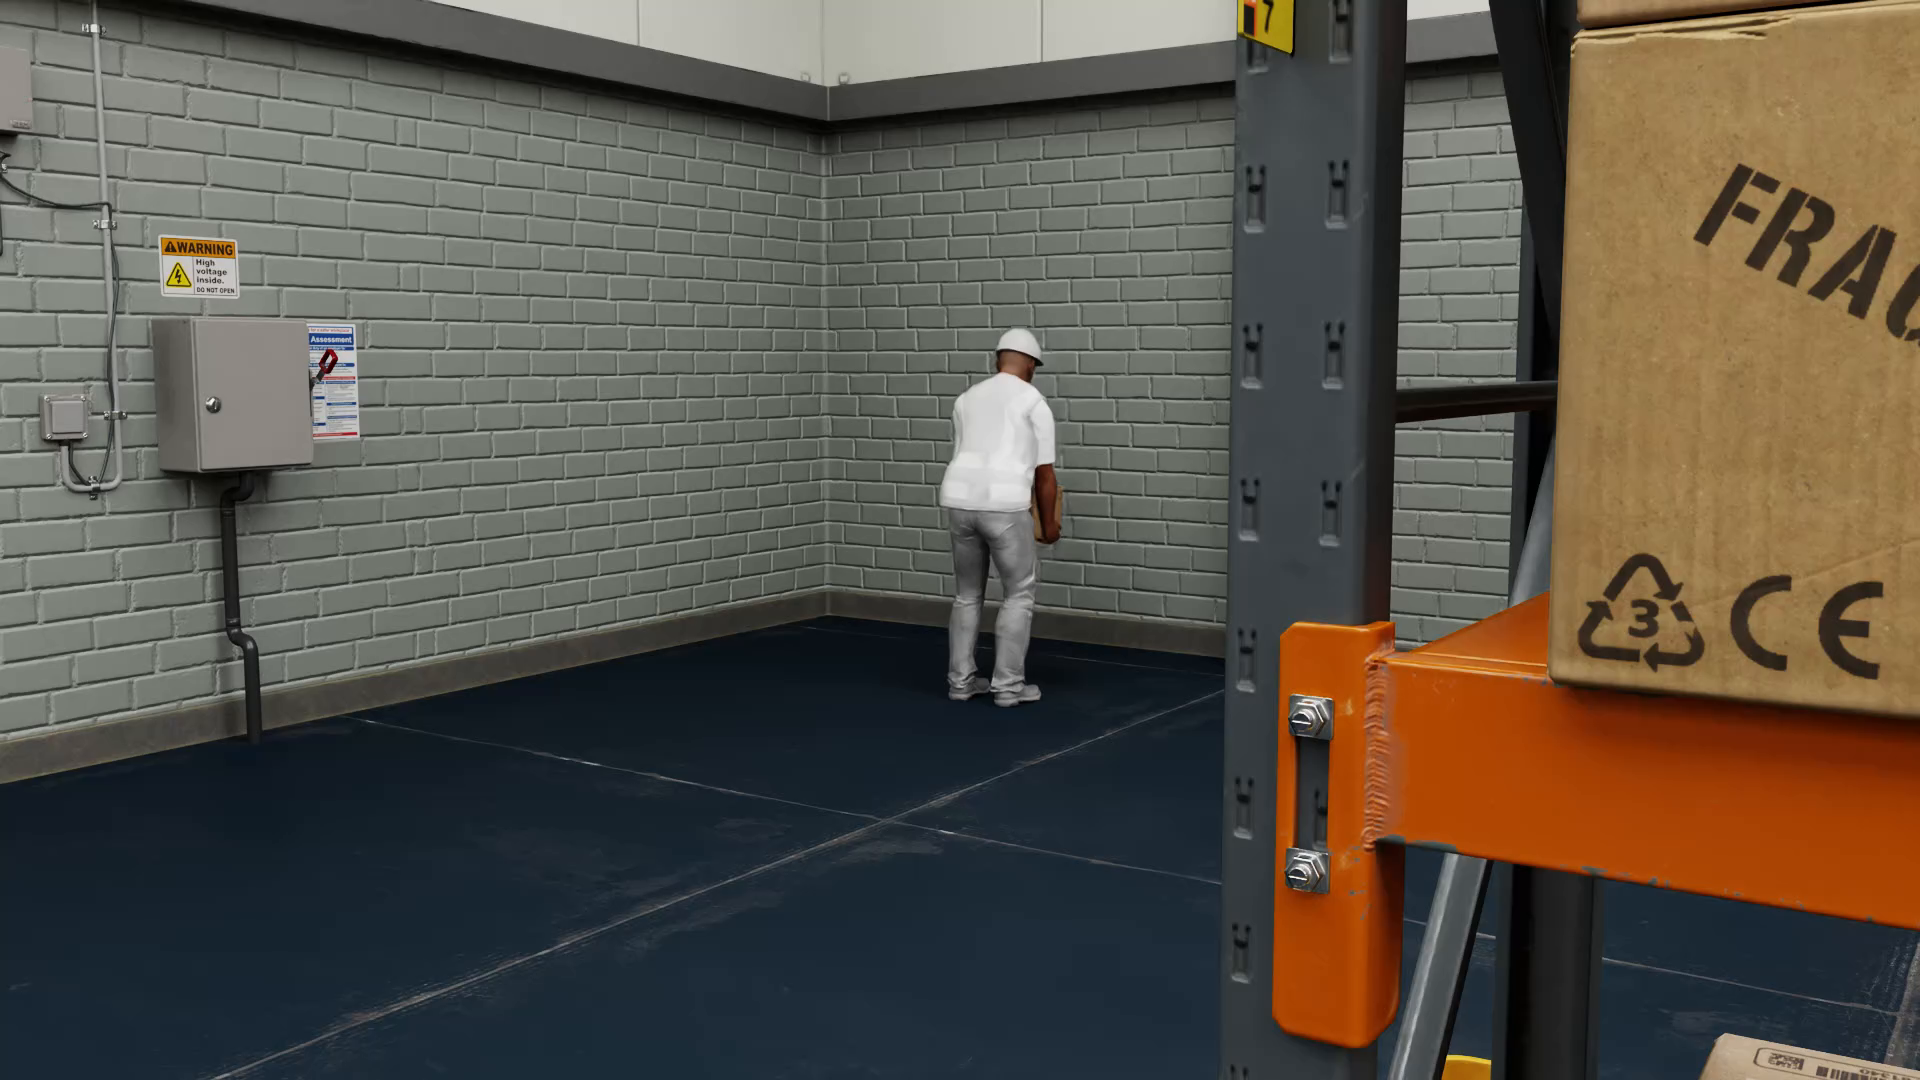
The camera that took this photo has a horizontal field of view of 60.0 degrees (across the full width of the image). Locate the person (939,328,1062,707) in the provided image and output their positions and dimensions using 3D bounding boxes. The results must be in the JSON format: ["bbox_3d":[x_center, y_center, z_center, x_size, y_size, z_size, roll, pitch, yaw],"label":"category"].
[{"bbox_3d":[0.187,-0.122,7.615,0.488,1.693,0.636,4,7,32],"label":"person"}]
